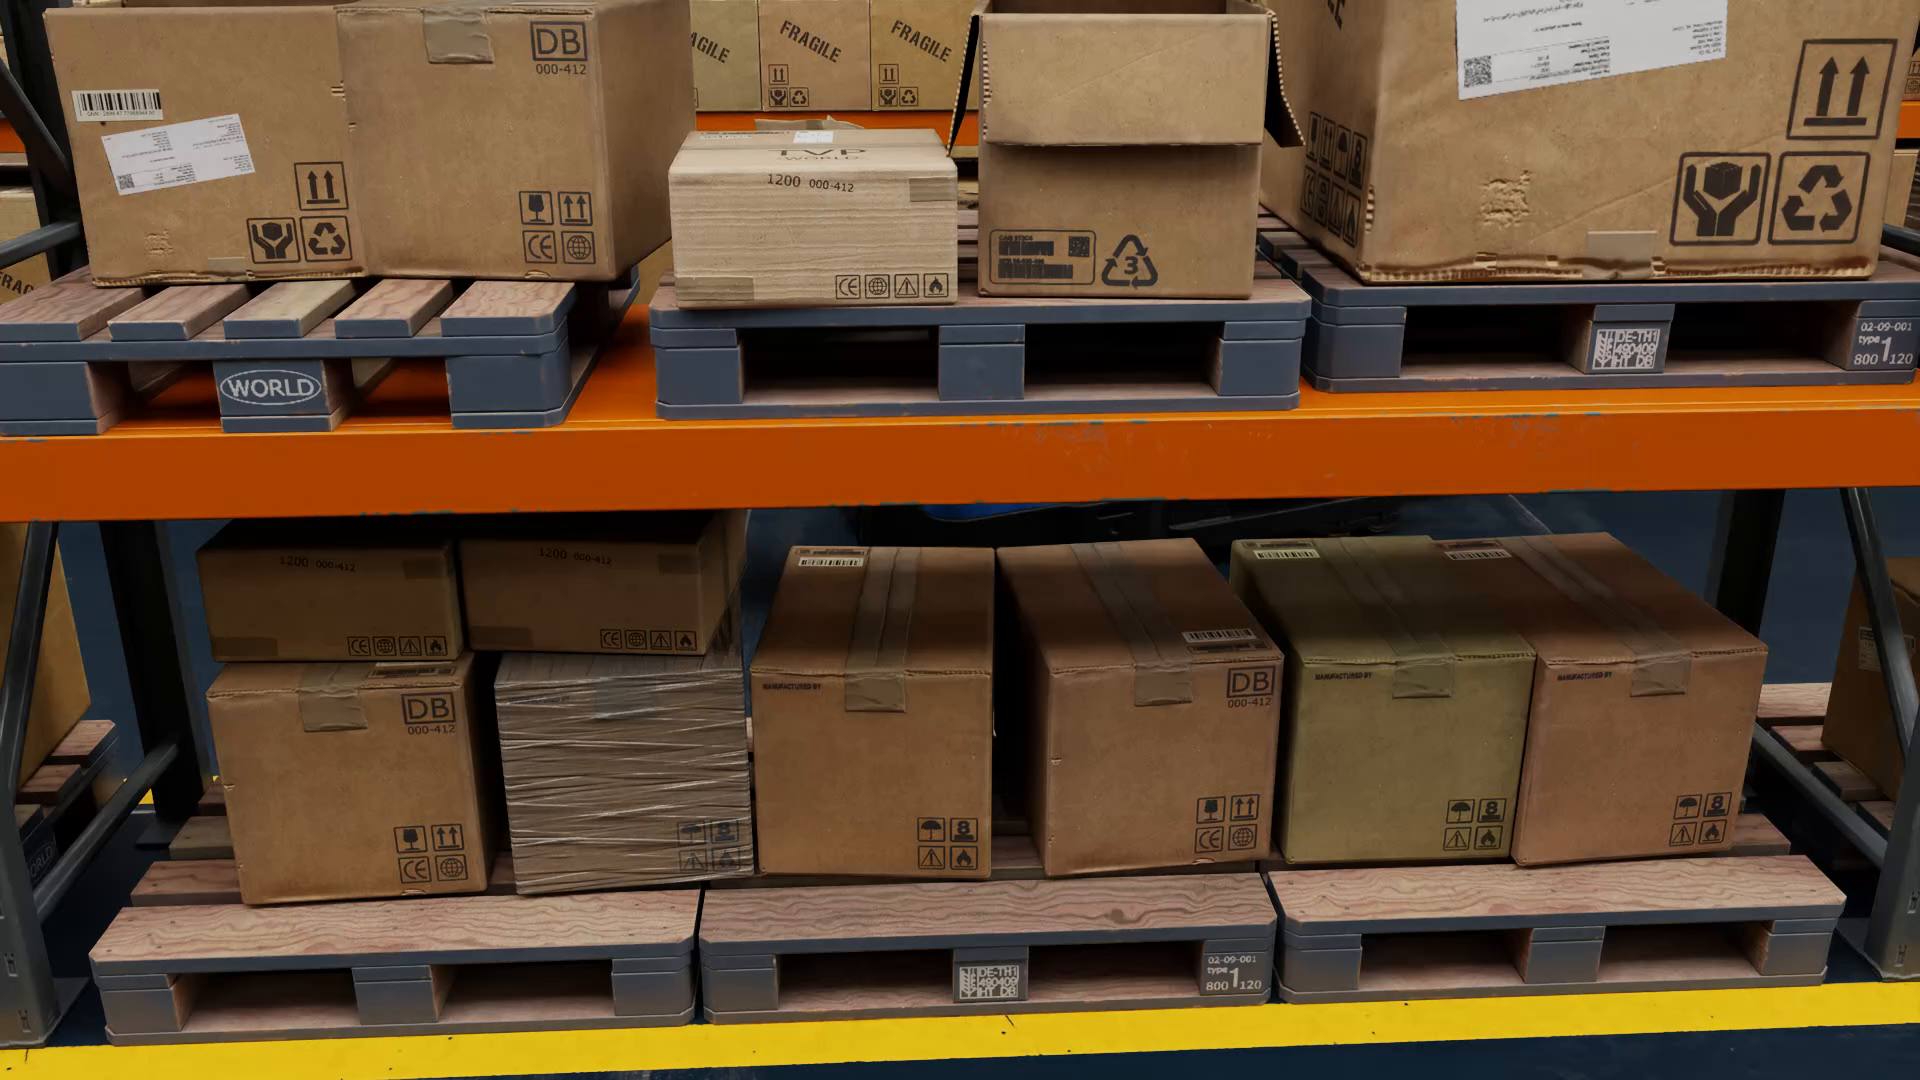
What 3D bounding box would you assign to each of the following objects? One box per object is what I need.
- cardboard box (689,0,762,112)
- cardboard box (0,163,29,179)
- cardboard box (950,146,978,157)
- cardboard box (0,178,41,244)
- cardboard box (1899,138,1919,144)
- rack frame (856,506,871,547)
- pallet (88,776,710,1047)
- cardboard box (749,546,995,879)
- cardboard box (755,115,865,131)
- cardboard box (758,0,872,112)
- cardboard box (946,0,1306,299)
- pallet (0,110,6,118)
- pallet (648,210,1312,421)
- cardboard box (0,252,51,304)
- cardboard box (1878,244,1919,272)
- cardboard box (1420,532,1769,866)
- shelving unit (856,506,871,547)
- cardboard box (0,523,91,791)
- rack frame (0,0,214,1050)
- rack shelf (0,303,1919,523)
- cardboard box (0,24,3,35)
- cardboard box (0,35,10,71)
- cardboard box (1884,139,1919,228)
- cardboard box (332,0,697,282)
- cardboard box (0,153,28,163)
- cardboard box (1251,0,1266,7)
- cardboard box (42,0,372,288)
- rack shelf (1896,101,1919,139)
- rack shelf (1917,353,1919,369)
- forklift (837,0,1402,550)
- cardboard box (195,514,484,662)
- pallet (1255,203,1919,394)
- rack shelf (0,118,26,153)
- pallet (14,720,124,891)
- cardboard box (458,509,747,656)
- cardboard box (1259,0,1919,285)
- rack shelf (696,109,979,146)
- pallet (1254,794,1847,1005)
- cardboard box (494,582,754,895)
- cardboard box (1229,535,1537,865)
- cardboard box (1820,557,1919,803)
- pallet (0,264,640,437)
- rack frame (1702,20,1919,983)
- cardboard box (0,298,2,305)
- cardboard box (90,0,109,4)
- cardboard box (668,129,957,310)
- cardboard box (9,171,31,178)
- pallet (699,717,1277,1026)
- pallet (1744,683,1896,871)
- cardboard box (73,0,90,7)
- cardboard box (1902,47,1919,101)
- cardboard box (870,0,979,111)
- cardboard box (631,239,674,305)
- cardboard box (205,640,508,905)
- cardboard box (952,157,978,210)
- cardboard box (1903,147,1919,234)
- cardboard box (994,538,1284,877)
[{"bbox_3d":[-1.172,-2.275,7.741,0.500,0.500,0.500,-1,21,-4],"label":"cardboard box"},{"bbox_3d":[-4.893,-1.712,8.270,0.500,0.250,0.500,0,21,0],"label":"cardboard box"},{"bbox_3d":[0.226,-3.082,13.104,0.625,0.372,0.950,0,21,0],"label":"cardboard box"},{"bbox_3d":[-4.343,-1.543,7.826,0.500,0.250,0.500,0,21,-1],"label":"cardboard box"},{"bbox_3d":[5.171,-1.632,8.589,0.875,0.875,0.875,-1,21,-3],"label":"cardboard box"},{"bbox_3d":[-0.329,-0.554,5.470,0.032,1.500,0.500,-2,21,-5],"label":"rack frame"},{"bbox_3d":[-1.181,0.748,3.860,1.213,0.211,1.003,-1,21,-3],"label":"pallet"},{"bbox_3d":[-0.174,0.372,3.822,0.500,0.500,0.700,1,21,1],"label":"cardboard box"},{"bbox_3d":[-0.311,-0.803,3.613,0.258,0.266,0.396,-2,21,-5],"label":"cardboard box"},{"bbox_3d":[-0.668,-2.285,7.767,0.500,0.500,0.500,-1,21,-3],"label":"cardboard box"},{"bbox_3d":[0.307,-0.798,3.265,0.637,0.503,0.797,1,21,2],"label":"cardboard box"},{"bbox_3d":[-4.117,-2.159,7.847,1.213,0.211,1.003,-1,21,-3],"label":"pallet"},{"bbox_3d":[0.013,-0.505,3.501,1.213,0.211,1.003,-1,21,-3],"label":"pallet"},{"bbox_3d":[-4.333,-1.198,7.975,0.500,0.500,0.500,-1,21,-2],"label":"cardboard box"},{"bbox_3d":[2.231,-0.613,3.867,0.250,0.149,0.380,-1,21,-3],"label":"cardboard box"},{"bbox_3d":[1.418,0.346,3.891,0.500,0.500,0.700,-3,21,-7],"label":"cardboard box"},{"bbox_3d":[-0.835,-0.537,5.424,1.048,1.500,0.538,-2,21,-5],"label":"shelving unit"},{"bbox_3d":[-2.651,0.263,3.609,0.875,0.875,1.225,-2,21,-6],"label":"cardboard box"},{"bbox_3d":[-1.961,-0.540,3.323,0.127,3.000,1.000,-1,21,-3],"label":"rack frame"},{"bbox_3d":[0.036,-0.244,3.558,4.000,0.370,1.077,-1,21,-3],"label":"rack shelf"},{"bbox_3d":[-4.156,-2.318,7.337,0.250,0.149,0.380,-2,21,-4],"label":"cardboard box"},{"bbox_3d":[-4.162,-2.179,7.390,0.250,0.149,0.380,-2,21,-6],"label":"cardboard box"},{"bbox_3d":[4.292,-1.614,8.540,0.875,0.875,0.875,-1,21,-4],"label":"cardboard box"},{"bbox_3d":[-0.872,-0.855,3.420,0.500,0.500,0.700,2,21,5],"label":"cardboard box"},{"bbox_3d":[-7.153,-3.003,12.804,0.875,0.438,0.875,-1,21,-4],"label":"cardboard box"},{"bbox_3d":[1.345,-2.326,7.875,0.500,0.500,0.500,-1,21,-3],"label":"cardboard box"},{"bbox_3d":[-1.424,-0.808,3.297,0.500,0.500,0.500,-4,21,-10],"label":"cardboard box"},{"bbox_3d":[3.847,-2.090,8.405,4.000,0.370,1.077,-1,21,-3],"label":"rack shelf"},{"bbox_3d":[4.029,-0.326,3.771,4.000,0.370,1.077,-1,21,-3],"label":"rack shelf"},{"bbox_3d":[1.078,-1.527,6.012,3.031,2.935,1.130,-10,23,-24],"label":"forklift"},{"bbox_3d":[-1.294,0.048,3.620,0.500,0.250,0.500,0,21,-1],"label":"cardboard box"},{"bbox_3d":[1.261,-0.568,3.666,1.213,0.211,1.003,-1,21,-3],"label":"pallet"},{"bbox_3d":[-4.140,-1.927,7.978,4.000,0.370,1.077,-1,21,-3],"label":"rack shelf"},{"bbox_3d":[-2.752,0.753,3.848,1.213,0.211,1.003,-1,21,-3],"label":"pallet"},{"bbox_3d":[-0.765,0.034,3.658,0.500,0.250,0.500,1,21,3],"label":"cardboard box"},{"bbox_3d":[1.231,-1.131,3.444,1.000,1.000,1.000,-1,21,-3],"label":"cardboard box"},{"bbox_3d":[-0.146,-2.008,8.191,4.000,0.370,1.077,-1,21,-3],"label":"rack shelf"},{"bbox_3d":[1.255,0.698,3.990,1.213,0.211,1.003,-1,21,-3],"label":"pallet"},{"bbox_3d":[-0.740,0.386,3.786,0.500,0.500,0.700,-3,21,-8],"label":"cardboard box"},{"bbox_3d":[0.941,0.349,3.883,0.500,0.500,0.700,-1,21,-3],"label":"cardboard box"},{"bbox_3d":[2.434,0.357,3.891,0.500,0.500,0.500,-2,21,-5],"label":"cardboard box"},{"bbox_3d":[-1.255,-0.503,3.495,1.003,0.211,1.213,-1,21,-3],"label":"pallet"},{"bbox_3d":[2.033,-0.621,3.537,0.127,3.000,1.000,-1,21,-3],"label":"rack frame"},{"bbox_3d":[-2.462,-0.673,3.533,0.500,0.500,0.500,-1,21,-1],"label":"cardboard box"},{"bbox_3d":[-3.638,-2.329,7.366,0.250,0.149,0.380,-1,21,-3],"label":"cardboard box"},{"bbox_3d":[-0.274,-0.618,3.150,0.500,0.250,0.500,-2,21,-5],"label":"cardboard box"},{"bbox_3d":[-4.367,-1.728,8.312,0.500,0.250,0.500,-2,21,-5],"label":"cardboard box"},{"bbox_3d":[0.035,0.724,3.922,1.213,0.211,1.003,-1,21,-3],"label":"pallet"},{"bbox_3d":[2.701,0.656,4.102,1.213,0.211,1.003,-1,21,-3],"label":"pallet"},{"bbox_3d":[-3.898,-2.323,7.352,0.250,0.149,0.380,-1,21,-2],"label":"cardboard box"},{"bbox_3d":[4.362,-2.527,8.332,0.550,0.550,0.875,-1,21,-3],"label":"cardboard box"},{"bbox_3d":[-0.171,-2.295,7.792,0.500,0.500,0.500,-1,21,-4],"label":"cardboard box"},{"bbox_3d":[-1.530,-1.429,8.231,0.750,0.750,1.050,-1,21,-4],"label":"cardboard box"},{"bbox_3d":[-1.293,0.402,3.744,0.500,0.500,0.700,-2,21,-6],"label":"cardboard box"},{"bbox_3d":[0.273,-1.467,8.331,0.750,0.750,1.050,-1,21,-3],"label":"cardboard box"},{"bbox_3d":[2.485,-0.794,3.432,0.500,0.500,0.875,-1,21,-3],"label":"cardboard box"},{"bbox_3d":[0.383,0.361,3.852,0.500,0.500,0.700,-3,21,-8],"label":"cardboard box"}]
